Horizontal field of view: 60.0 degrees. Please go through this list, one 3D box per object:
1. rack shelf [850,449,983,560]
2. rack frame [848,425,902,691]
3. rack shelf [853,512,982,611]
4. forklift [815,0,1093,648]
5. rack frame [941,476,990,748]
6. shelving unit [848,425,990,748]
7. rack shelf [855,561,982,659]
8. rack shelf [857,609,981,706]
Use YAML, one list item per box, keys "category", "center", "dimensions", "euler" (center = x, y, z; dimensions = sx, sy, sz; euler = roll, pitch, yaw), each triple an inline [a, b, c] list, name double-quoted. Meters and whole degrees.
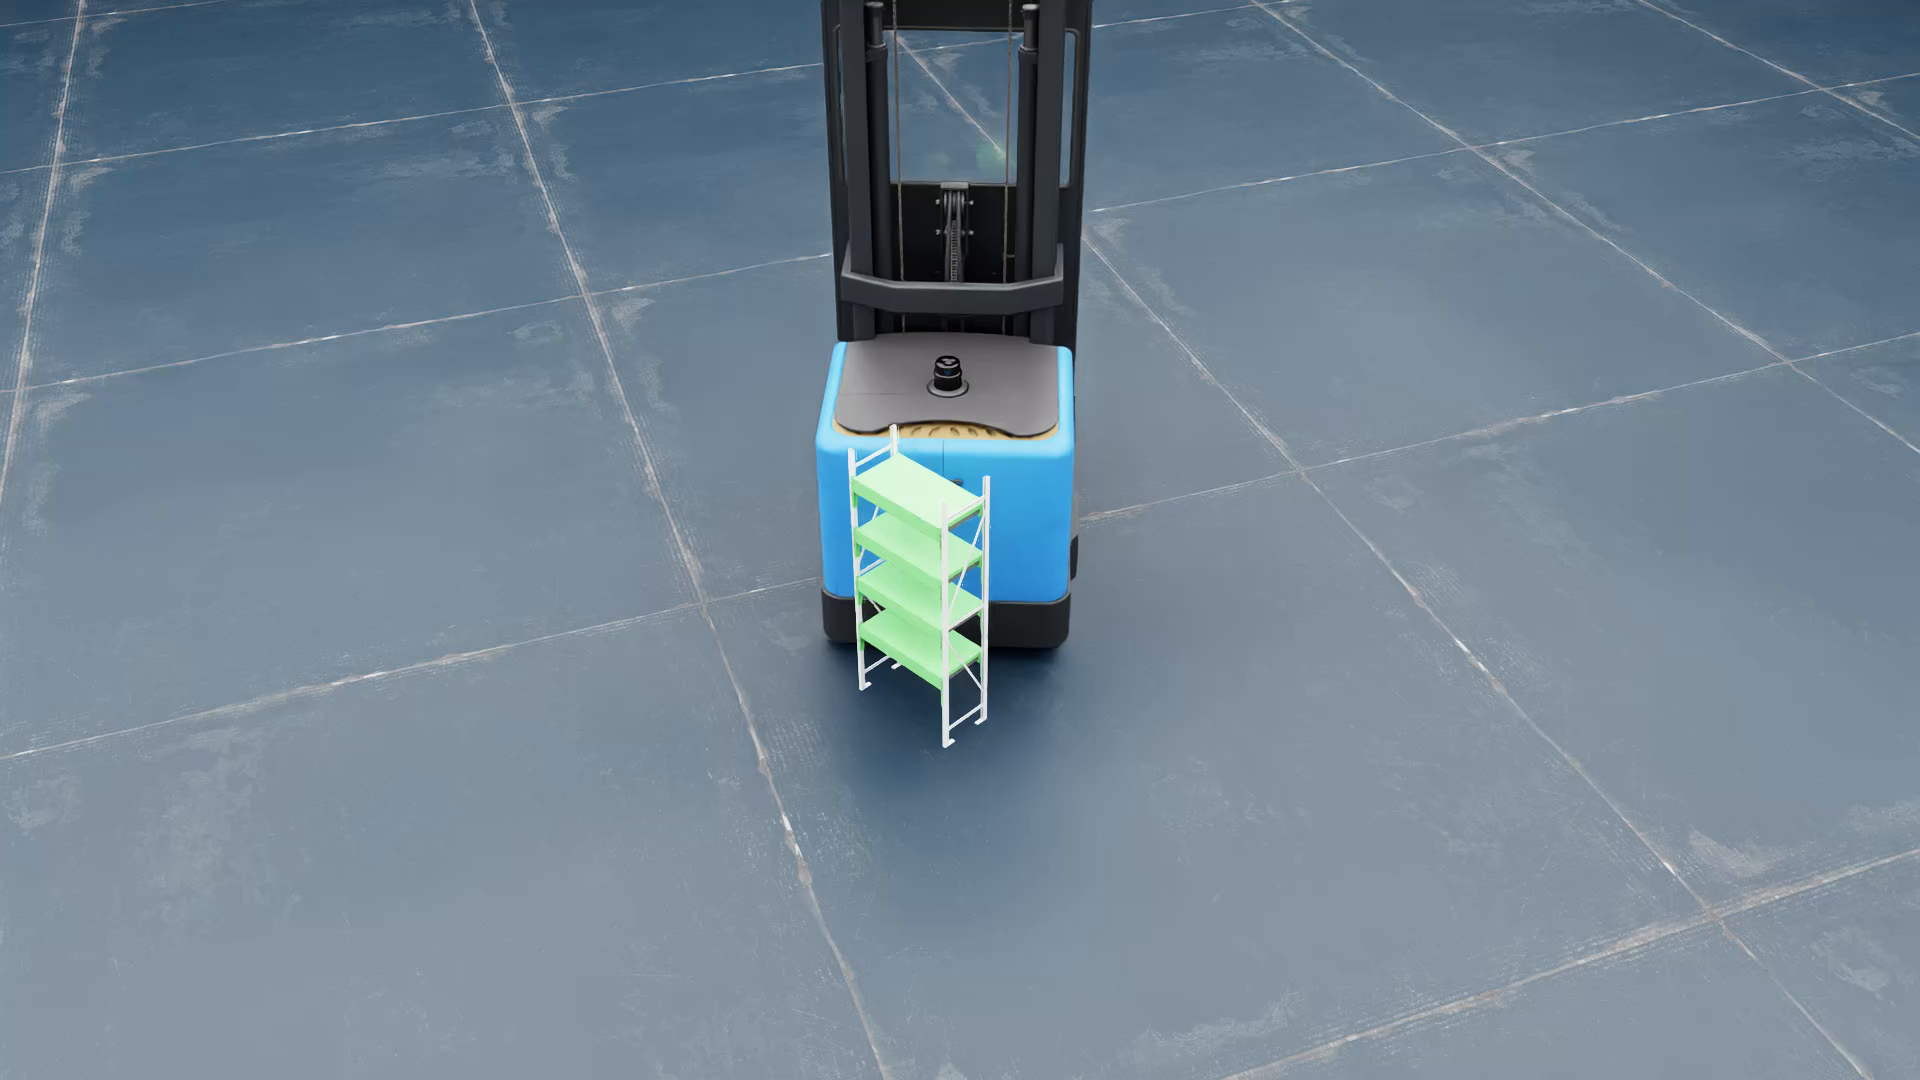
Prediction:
- category: "rack shelf"
  center: [-0.155, -0.137, 6.243]
  dimensions: [0.480, 0.148, 0.258]
  euler: [30, 46, 34]
- category: "rack frame"
  center: [-0.330, 0.093, 6.629]
  dimensions: [0.015, 1.200, 0.240]
  euler: [30, 46, 34]
- category: "rack shelf"
  center: [-0.155, 0.055, 6.387]
  dimensions: [0.480, 0.148, 0.258]
  euler: [30, 46, 34]
- category: "forklift"
  center: [-0.003, -1.577, 7.408]
  dimensions: [1.130, 2.935, 3.031]
  euler: [1, 37, 2]
- category: "rack frame"
  center: [0.020, 0.298, 6.357]
  dimensions: [0.015, 1.200, 0.240]
  euler: [30, 46, 34]
- category: "shelving unit"
  center: [-0.155, 0.195, 6.493]
  dimensions: [0.503, 1.200, 0.258]
  euler: [30, 46, 34]
- category: "rack shelf"
  center: [-0.155, 0.247, 6.532]
  dimensions: [0.480, 0.148, 0.258]
  euler: [30, 46, 34]
- category: "rack shelf"
  center: [-0.155, 0.438, 6.676]
  dimensions: [0.480, 0.148, 0.258]
  euler: [30, 46, 34]
